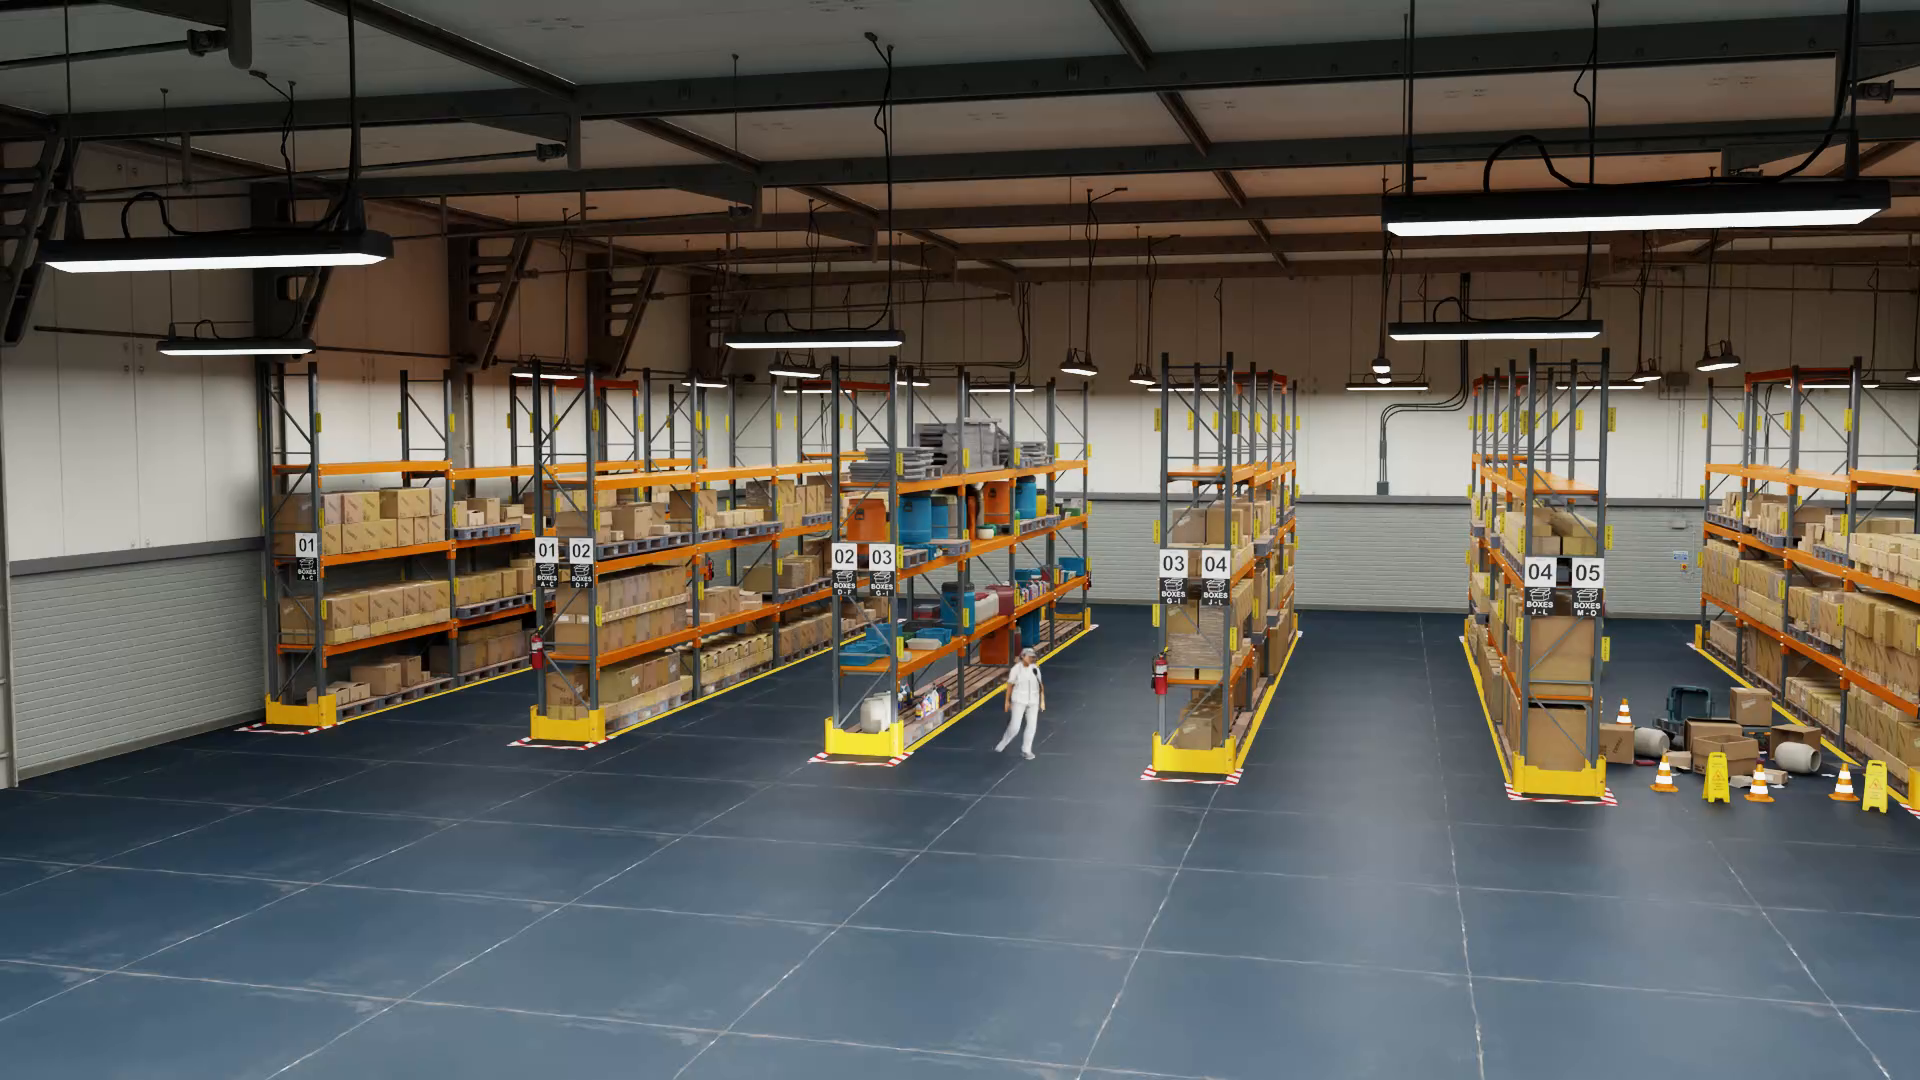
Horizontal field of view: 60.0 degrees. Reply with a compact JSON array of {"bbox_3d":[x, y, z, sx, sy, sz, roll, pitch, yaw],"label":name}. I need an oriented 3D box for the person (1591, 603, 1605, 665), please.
[{"bbox_3d":[12.946,1.717,34.252,0.709,1.660,0.976,0,4,6],"label":"person"}]

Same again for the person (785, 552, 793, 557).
[{"bbox_3d":[-4.610,1.082,44.703,0.603,1.538,0.524,-4,6,-43],"label":"person"}]

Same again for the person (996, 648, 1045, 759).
[{"bbox_3d":[0.898,2.429,24.849,0.653,1.660,0.579,-1,4,-19],"label":"person"}]
